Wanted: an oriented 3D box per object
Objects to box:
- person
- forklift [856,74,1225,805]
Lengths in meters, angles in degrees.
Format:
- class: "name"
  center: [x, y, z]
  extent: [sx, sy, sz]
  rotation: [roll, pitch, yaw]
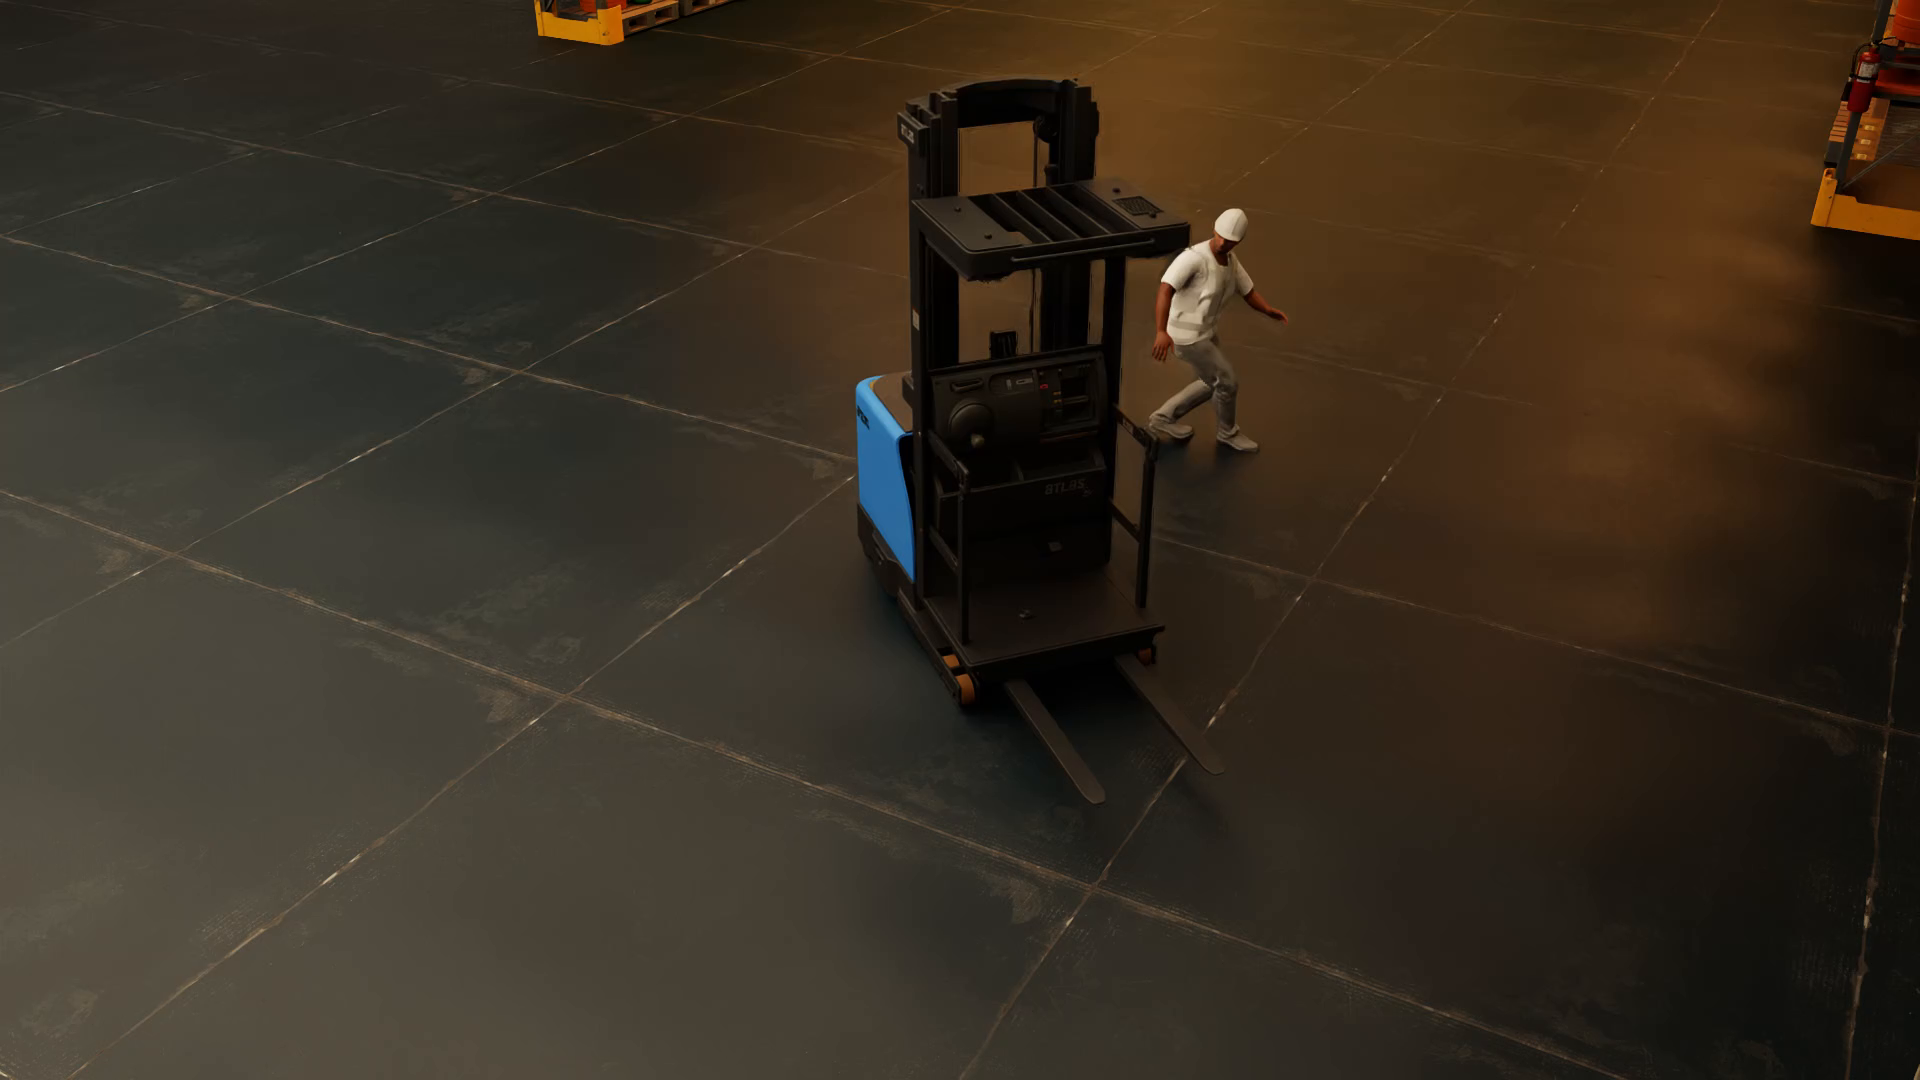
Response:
- class: "person"
  center: [1.638, -1.287, 10.629]
  extent: [0.843, 1.633, 0.882]
  rotation: [13, 32, 21]
- class: "forklift"
  center: [0.385, -0.651, 8.199]
  extent: [1.130, 2.935, 3.031]
  rotation: [-11, 32, -18]
